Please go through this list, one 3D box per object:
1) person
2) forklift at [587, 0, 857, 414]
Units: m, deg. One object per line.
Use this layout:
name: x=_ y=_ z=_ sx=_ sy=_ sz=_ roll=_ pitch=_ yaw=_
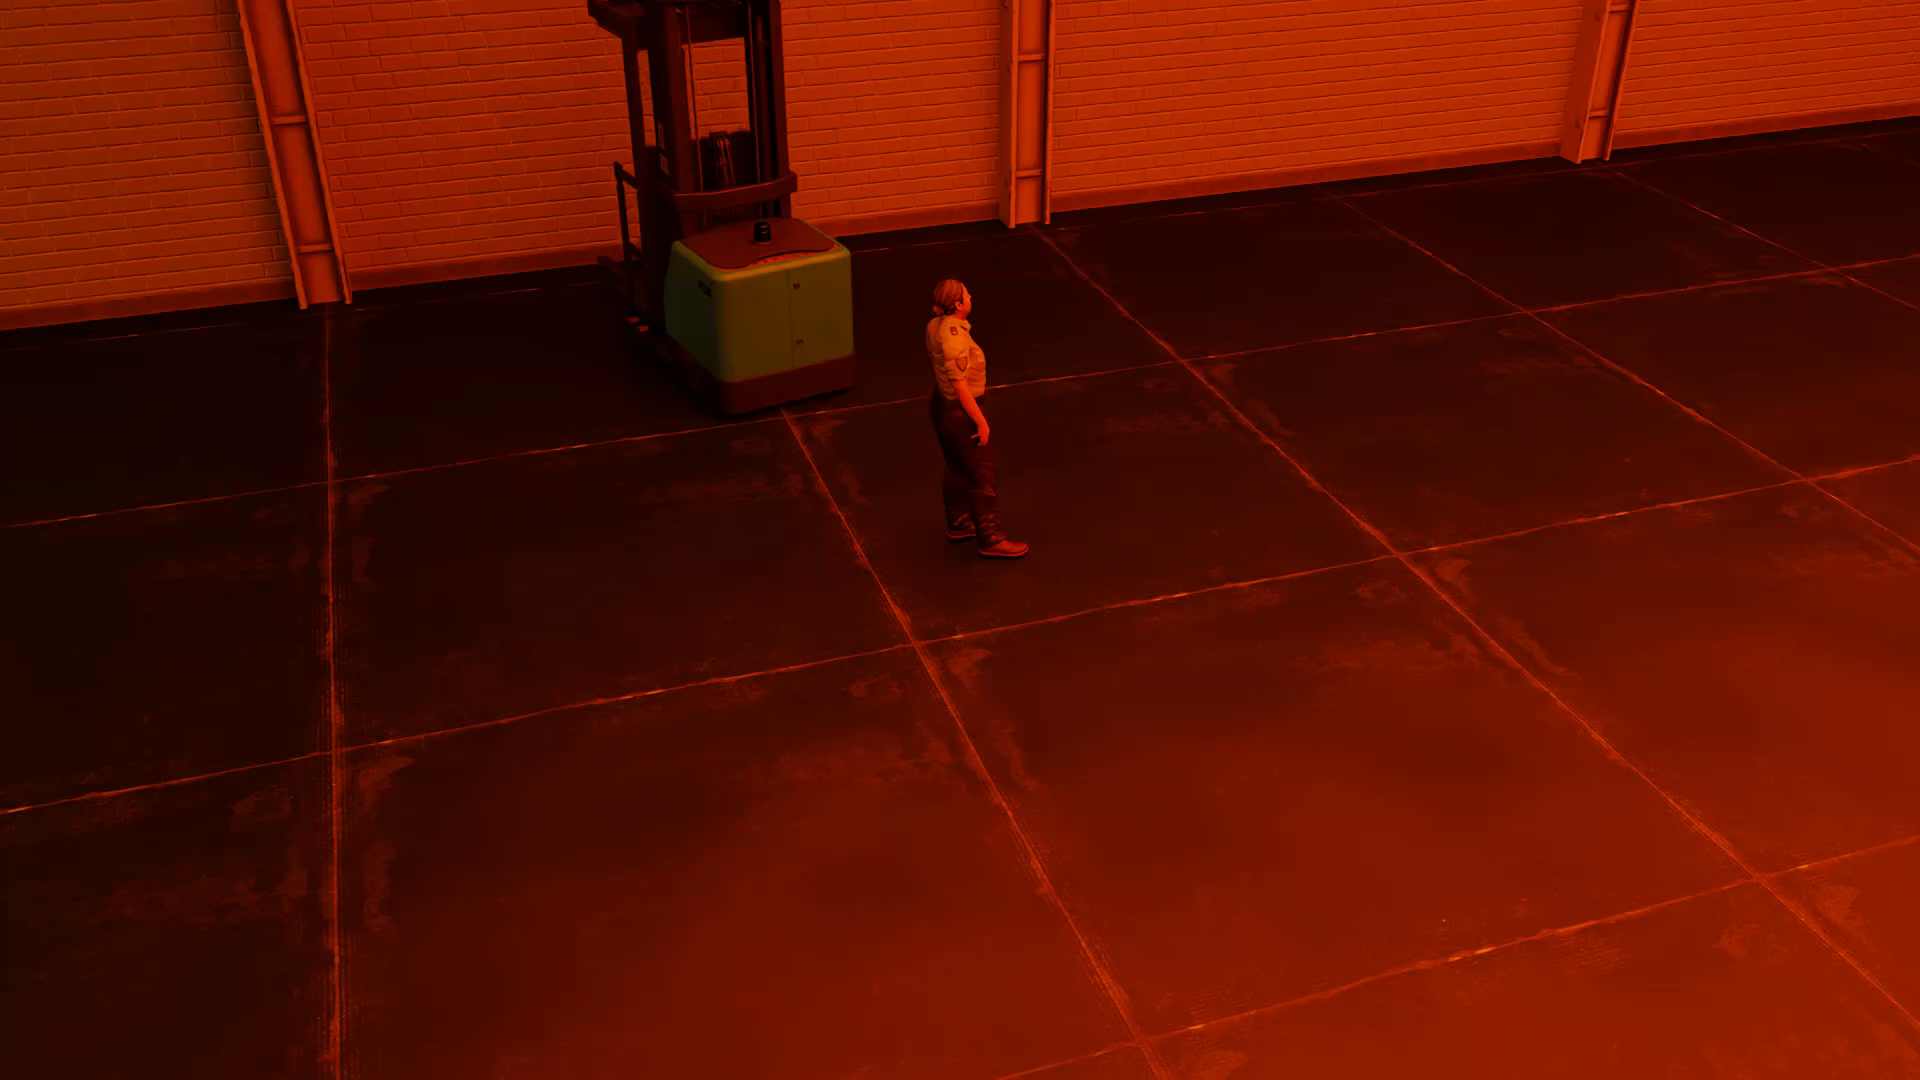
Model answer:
person: x=0.092 y=-0.724 z=9.618 sx=0.503 sy=1.650 sz=0.599 roll=-10 pitch=31 yaw=-16
forklift: x=-1.915 y=-2.830 z=12.005 sx=1.130 sy=2.935 sz=3.031 roll=-16 pitch=34 yaw=-26
